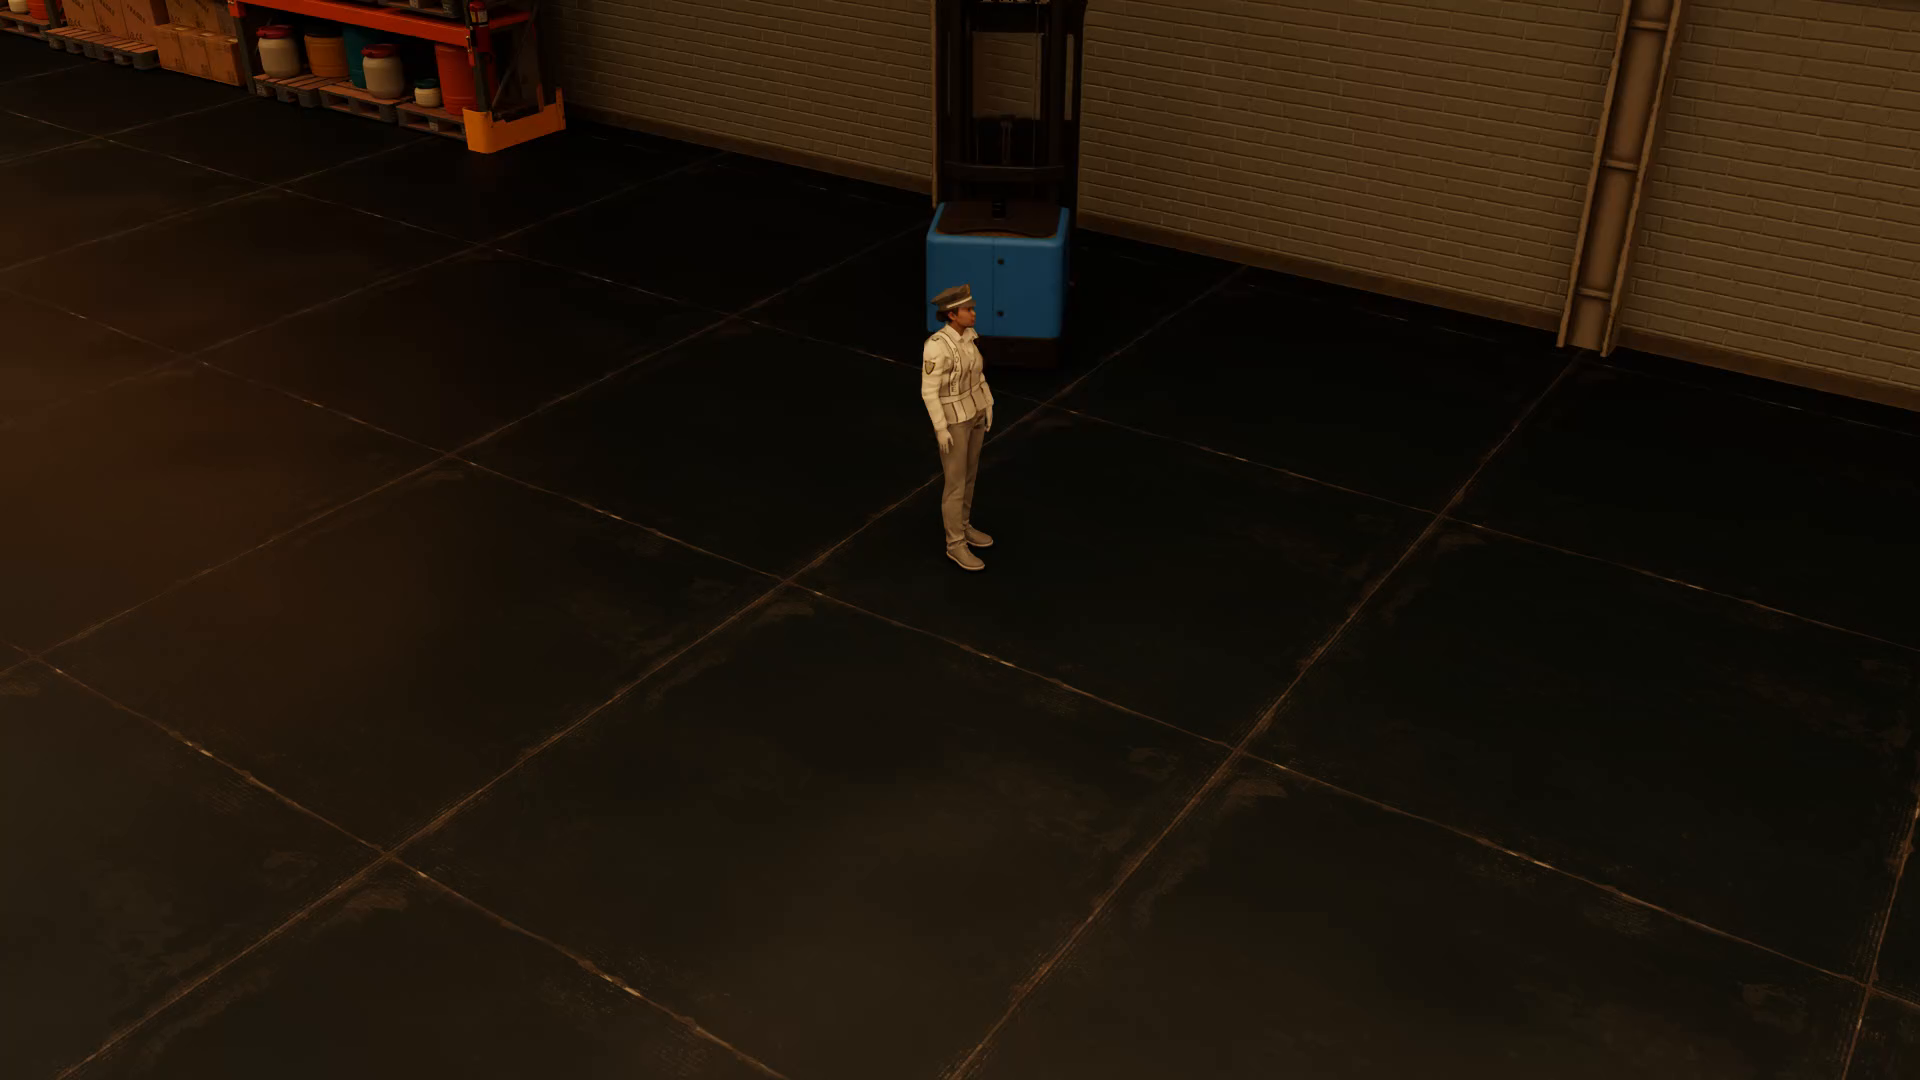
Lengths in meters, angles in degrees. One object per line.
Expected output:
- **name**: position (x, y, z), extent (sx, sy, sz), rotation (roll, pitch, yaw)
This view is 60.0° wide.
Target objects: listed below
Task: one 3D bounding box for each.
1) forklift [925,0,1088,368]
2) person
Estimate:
- **forklift**: position (0.420, -3.284, 13.237), extent (1.130, 2.935, 3.031), rotation (3, 30, 6)
- **person**: position (0.053, -0.717, 10.033), extent (0.532, 1.694, 0.586), rotation (19, 35, 29)
